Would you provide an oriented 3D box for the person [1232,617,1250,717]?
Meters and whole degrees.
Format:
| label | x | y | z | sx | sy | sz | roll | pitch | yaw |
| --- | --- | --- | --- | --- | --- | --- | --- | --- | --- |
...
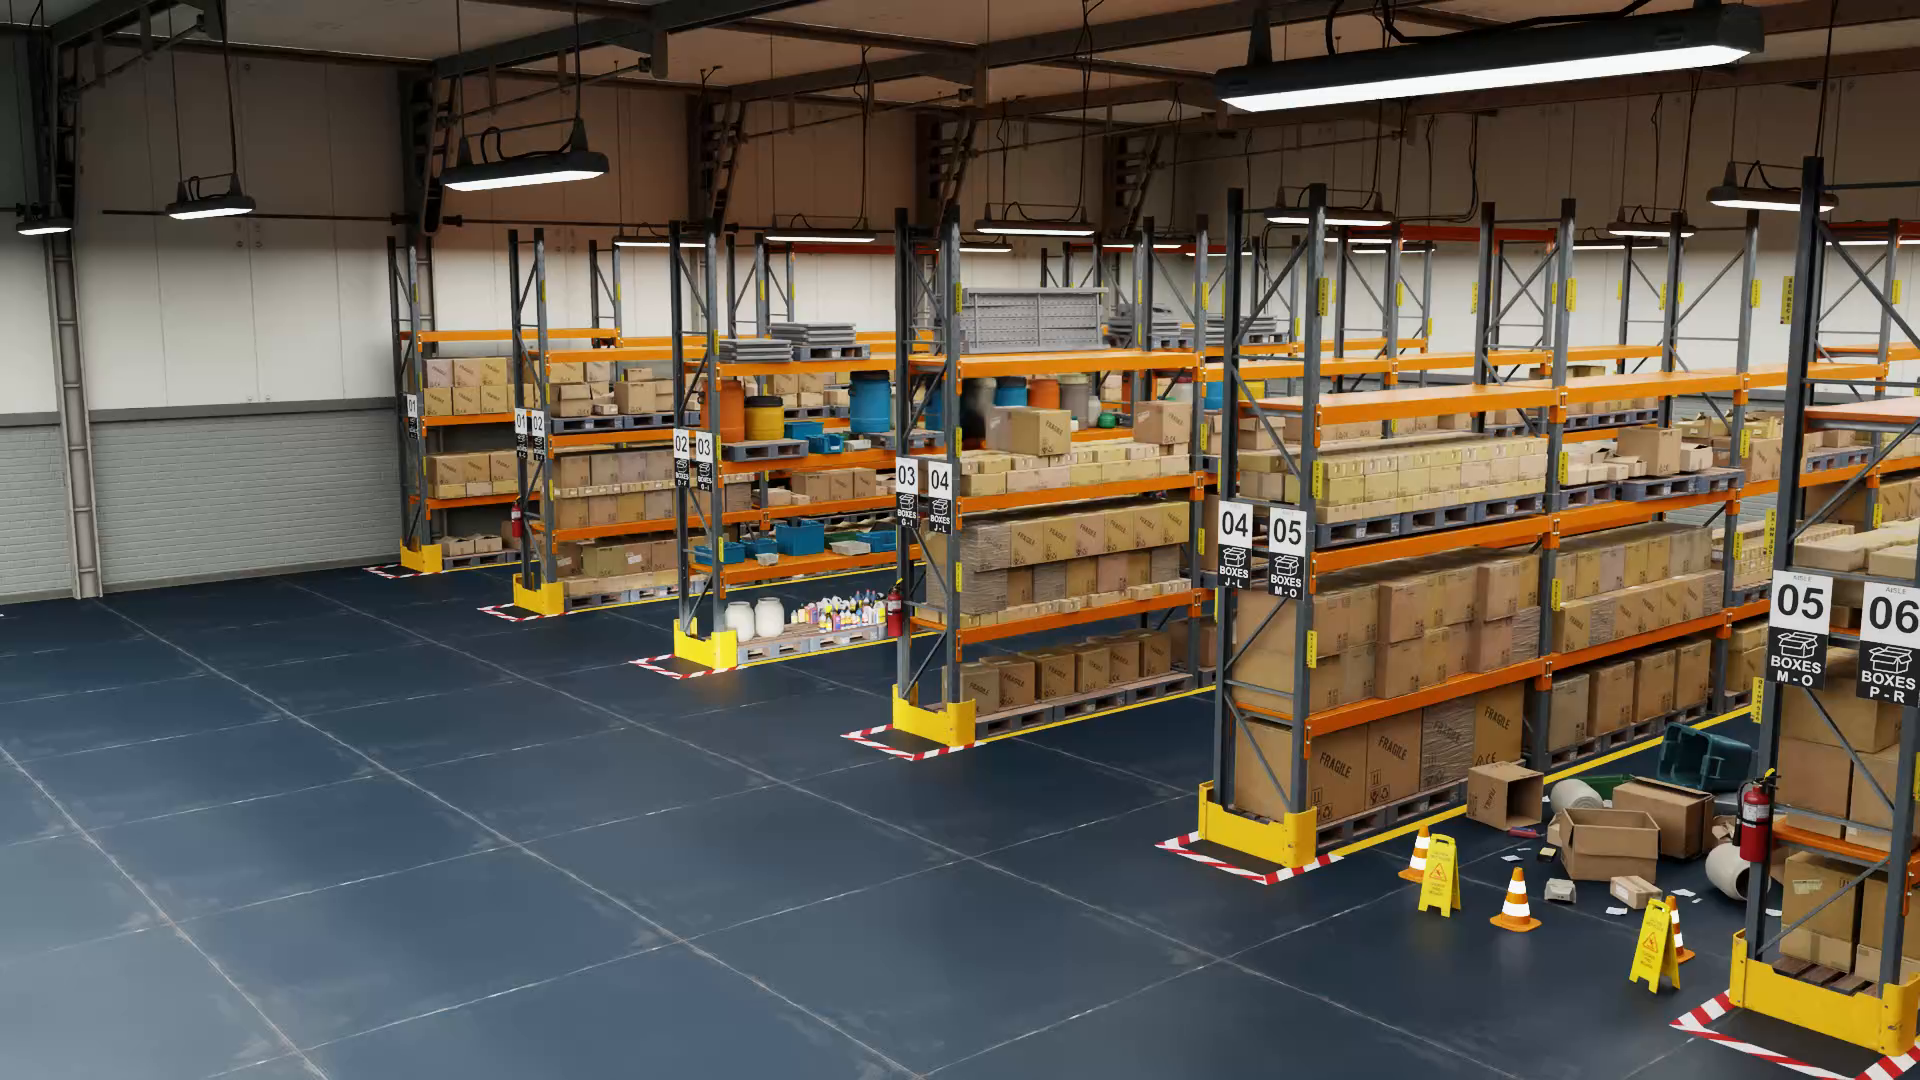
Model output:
| label | x | y | z | sx | sy | sz | roll | pitch | yaw |
| --- | --- | --- | --- | --- | --- | --- | --- | --- | --- |
| person | 3.469 | 1.430 | 19.444 | 0.655 | 1.624 | 0.979 | 3 | 9 | 21 |
